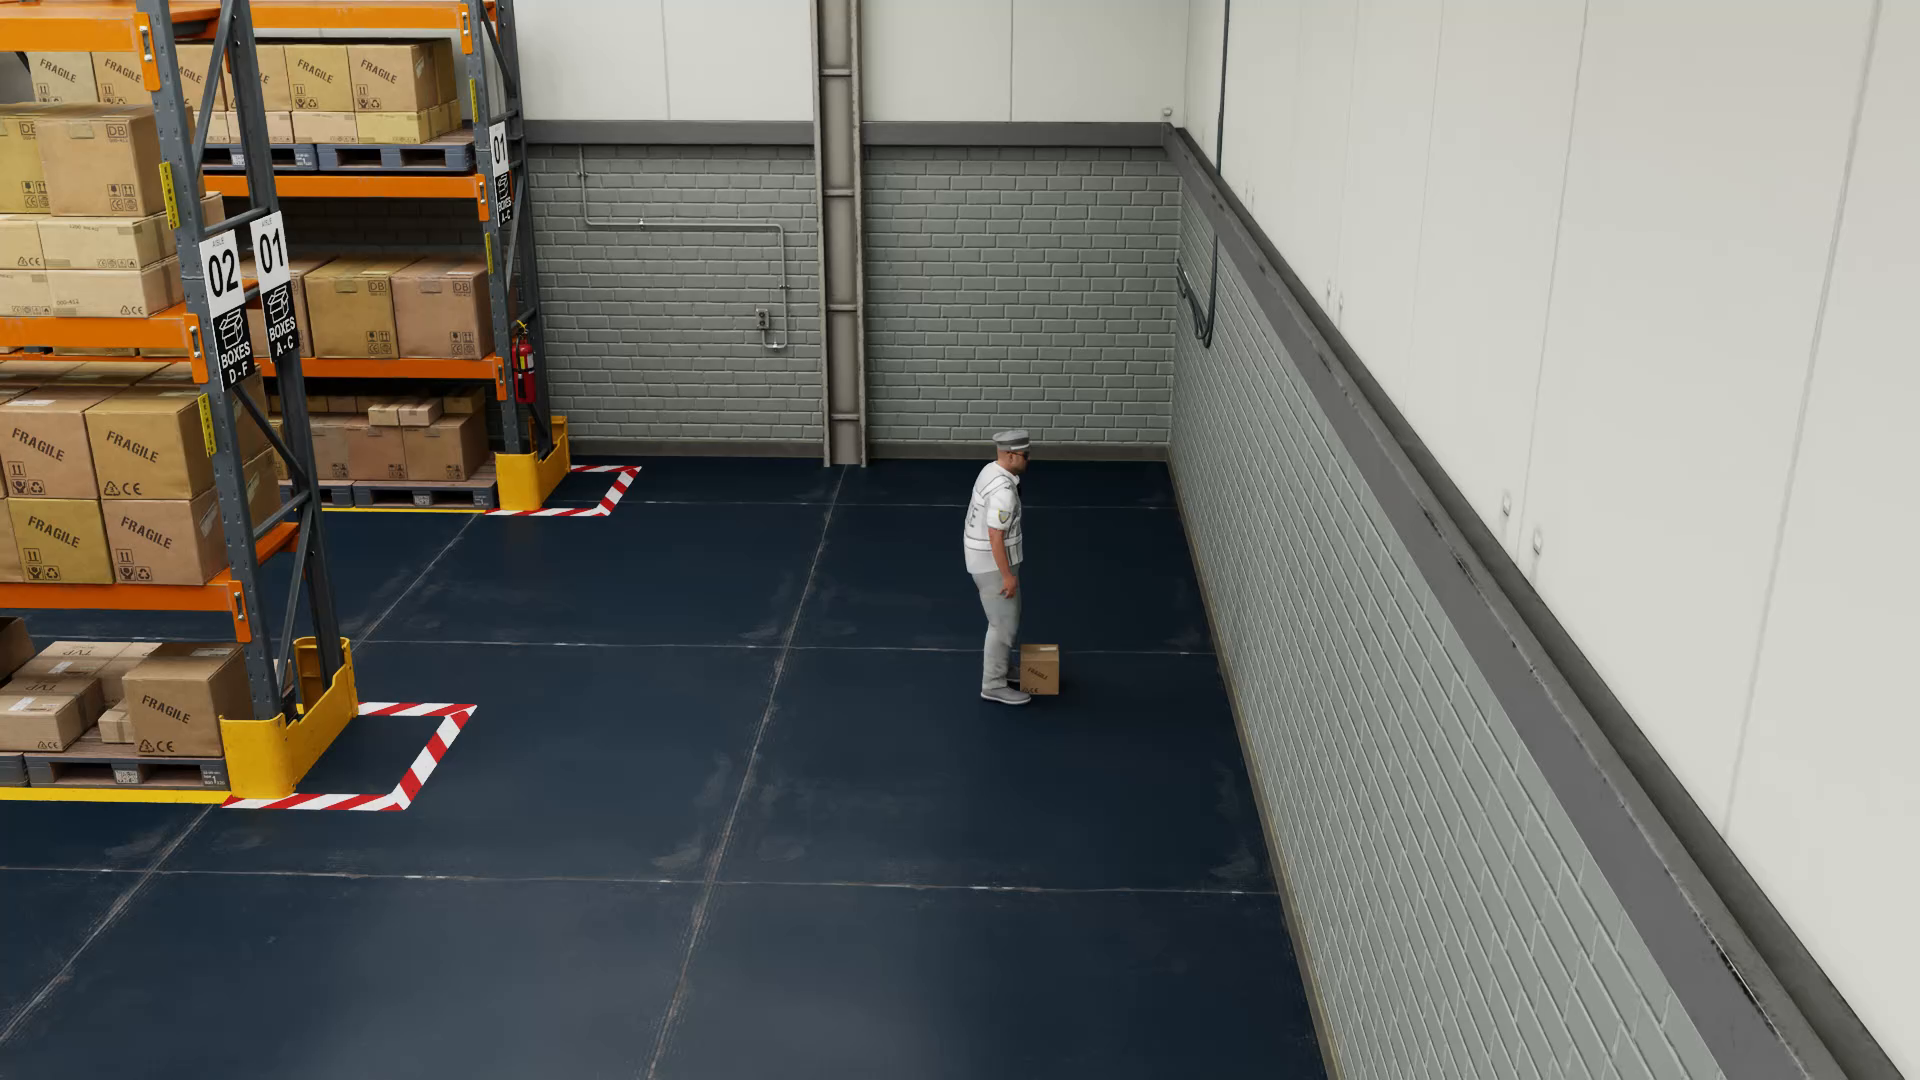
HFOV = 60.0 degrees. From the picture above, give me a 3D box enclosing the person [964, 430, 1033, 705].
[{"bbox_3d":[0.267,0.147,10.679,0.478,1.747,0.606,-1,21,-2],"label":"person"}]
